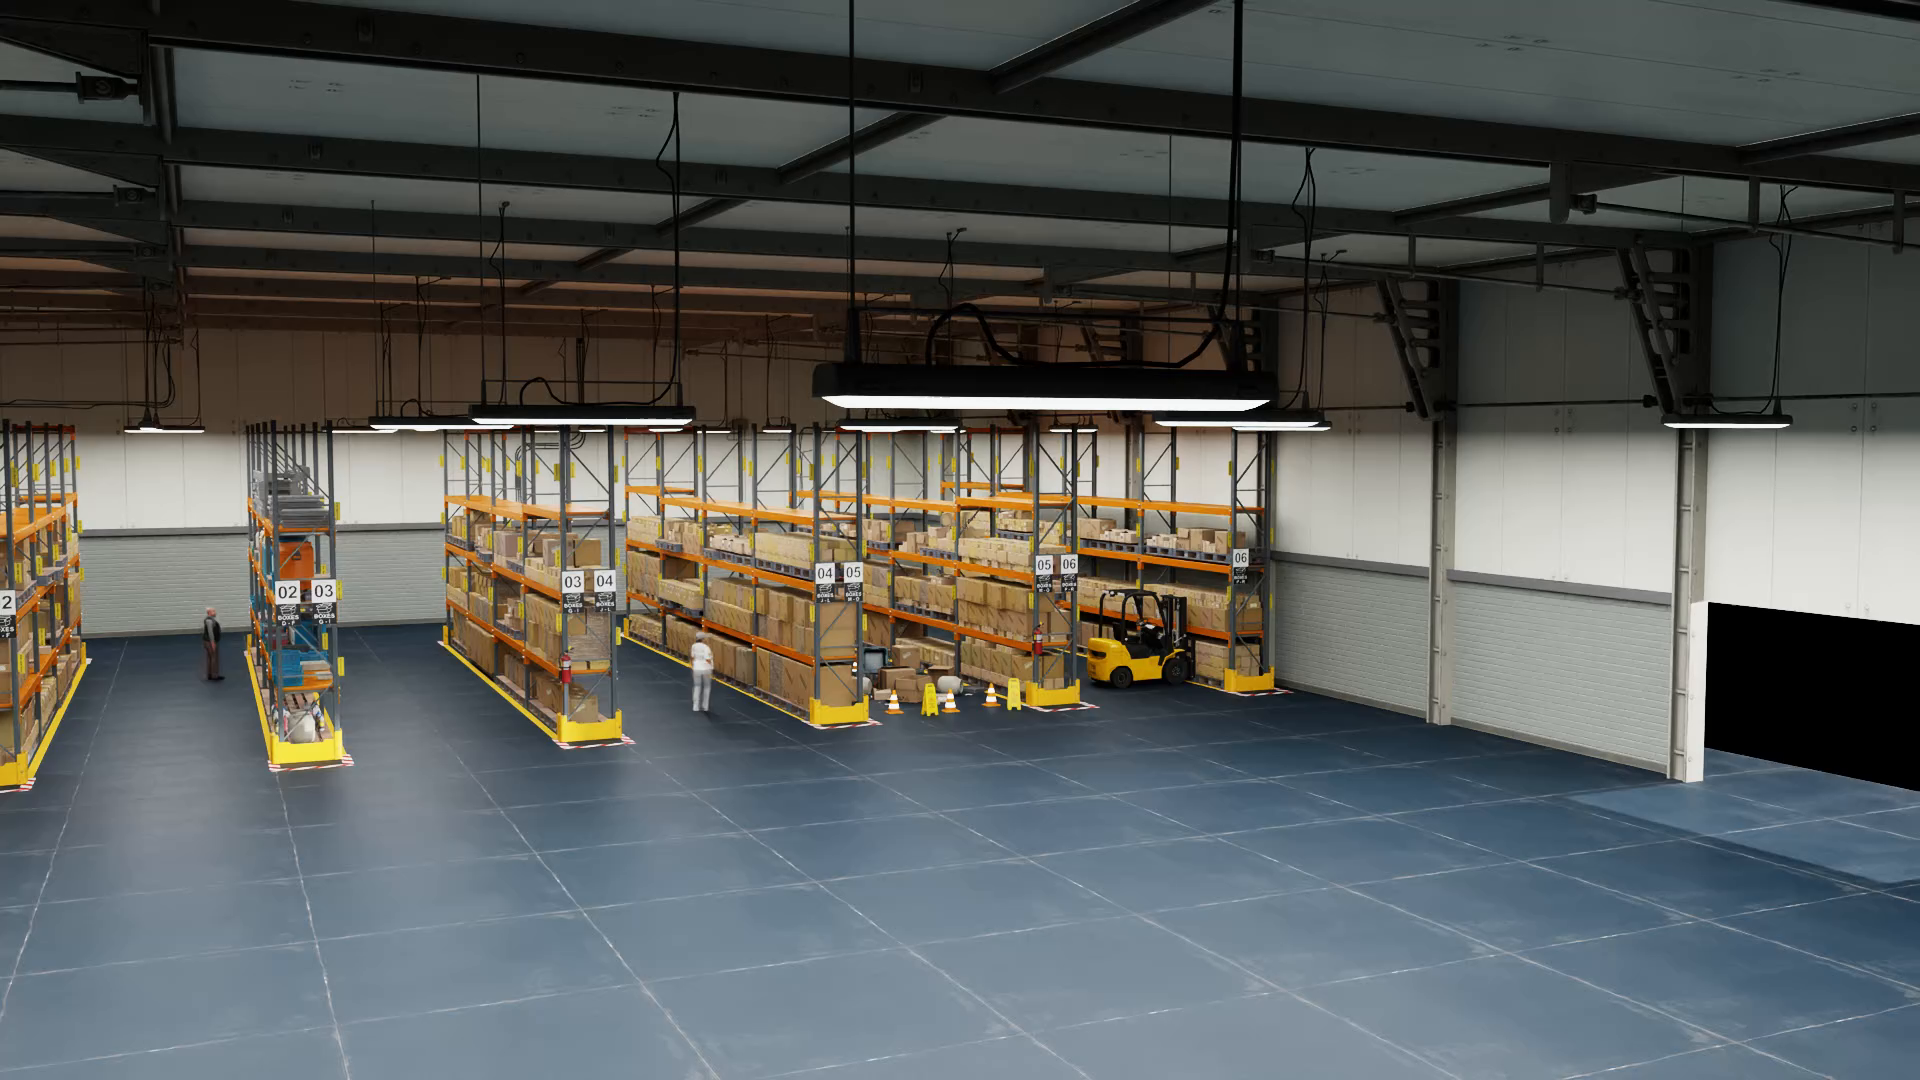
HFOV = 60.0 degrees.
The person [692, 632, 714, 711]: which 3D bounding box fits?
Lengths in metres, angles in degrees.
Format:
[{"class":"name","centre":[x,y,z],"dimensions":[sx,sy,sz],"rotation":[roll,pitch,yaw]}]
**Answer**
[{"class":"person","centre":[-5.335,2.725,34.496],"dimensions":[0.491,1.657,0.488],"rotation":[1,4,8]}]

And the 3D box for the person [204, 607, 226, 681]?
[{"class":"person","centre":[-17.463,2.418,38.942],"dimensions":[0.437,1.718,0.592],"rotation":[-2,4,-32]}]

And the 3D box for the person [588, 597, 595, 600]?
[{"class":"person","centre":[-10.688,1.906,47.002],"dimensions":[0.724,1.710,1.049],"rotation":[0,4,2]}]
